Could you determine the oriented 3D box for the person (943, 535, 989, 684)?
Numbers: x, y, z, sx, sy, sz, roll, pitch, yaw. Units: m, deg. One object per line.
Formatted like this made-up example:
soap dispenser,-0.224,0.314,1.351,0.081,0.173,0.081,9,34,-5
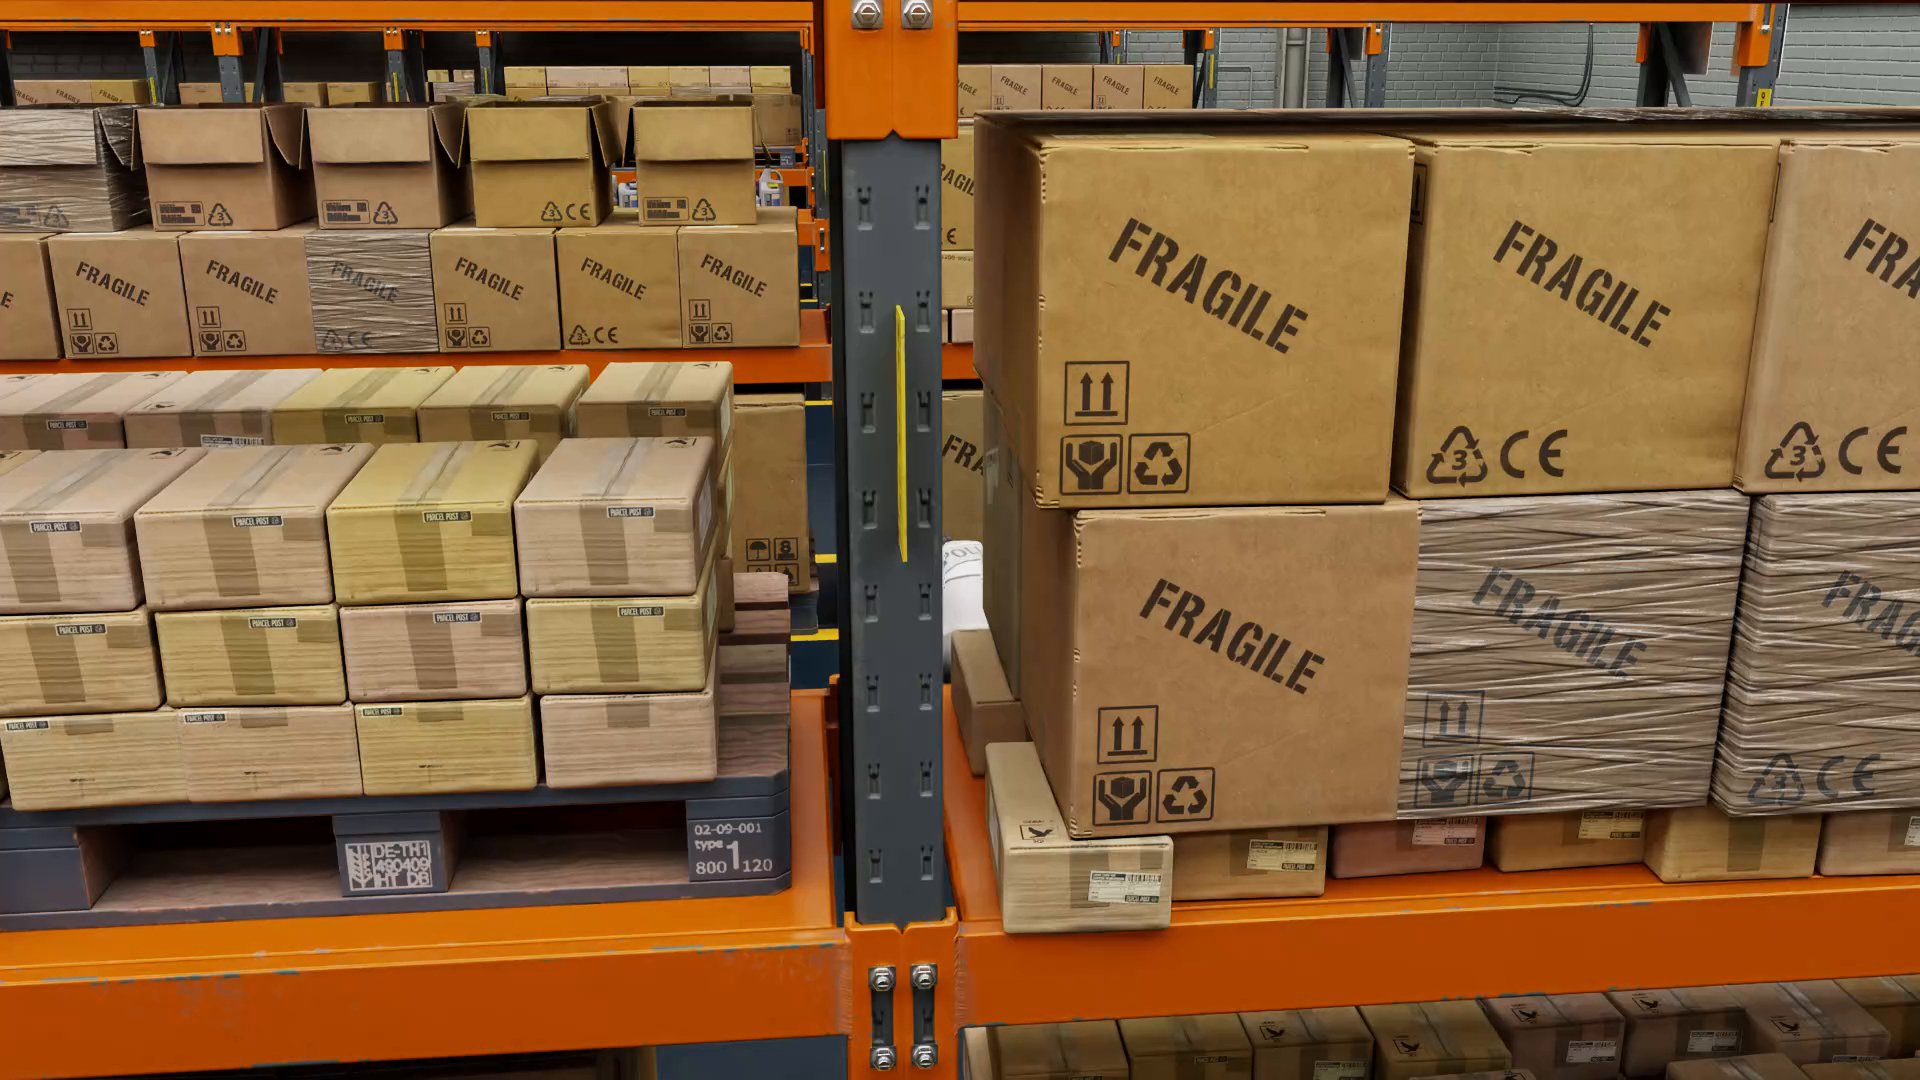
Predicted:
person,0.030,0.393,6.313,0.512,0.785,0.942,-4,17,-14
